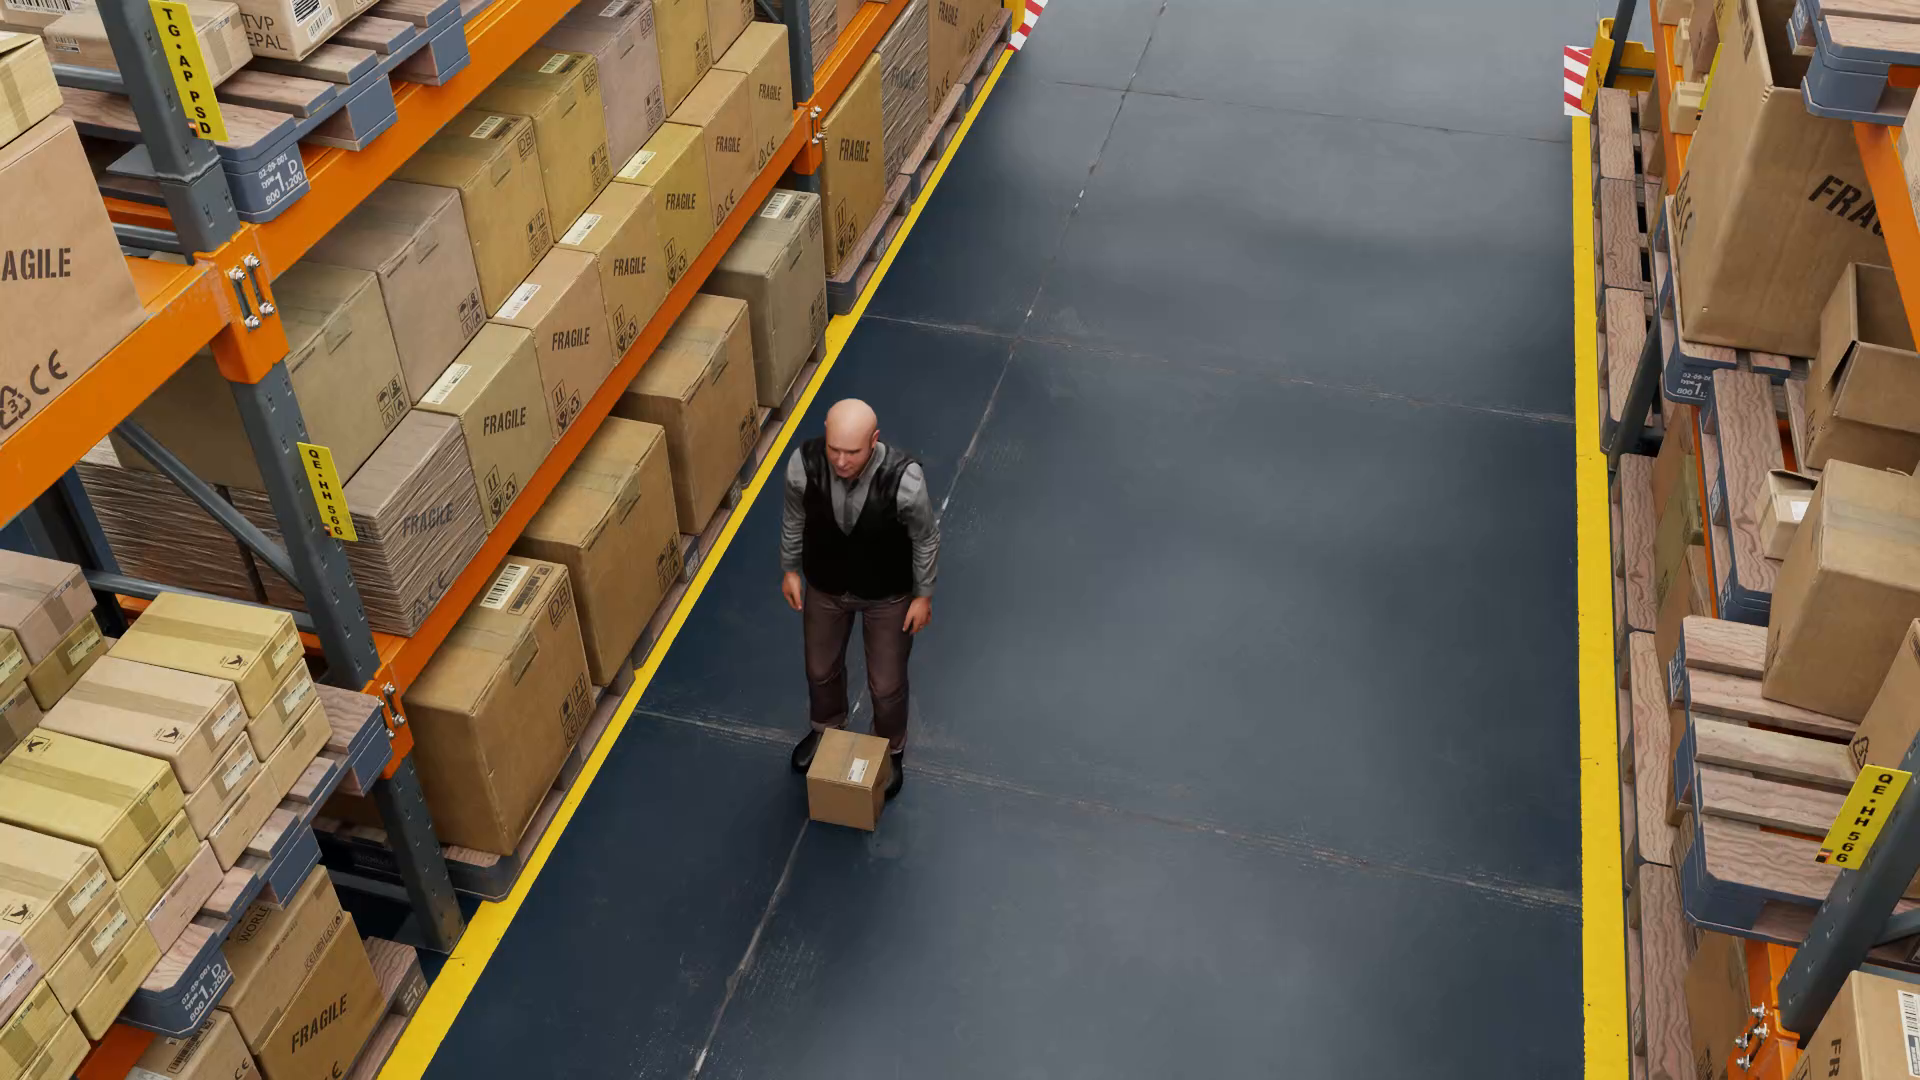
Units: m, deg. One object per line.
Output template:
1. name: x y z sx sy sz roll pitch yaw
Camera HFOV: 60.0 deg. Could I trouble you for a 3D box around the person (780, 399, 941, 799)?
1. person: -0.362 0.177 5.971 0.579 1.720 0.468 10 42 11
